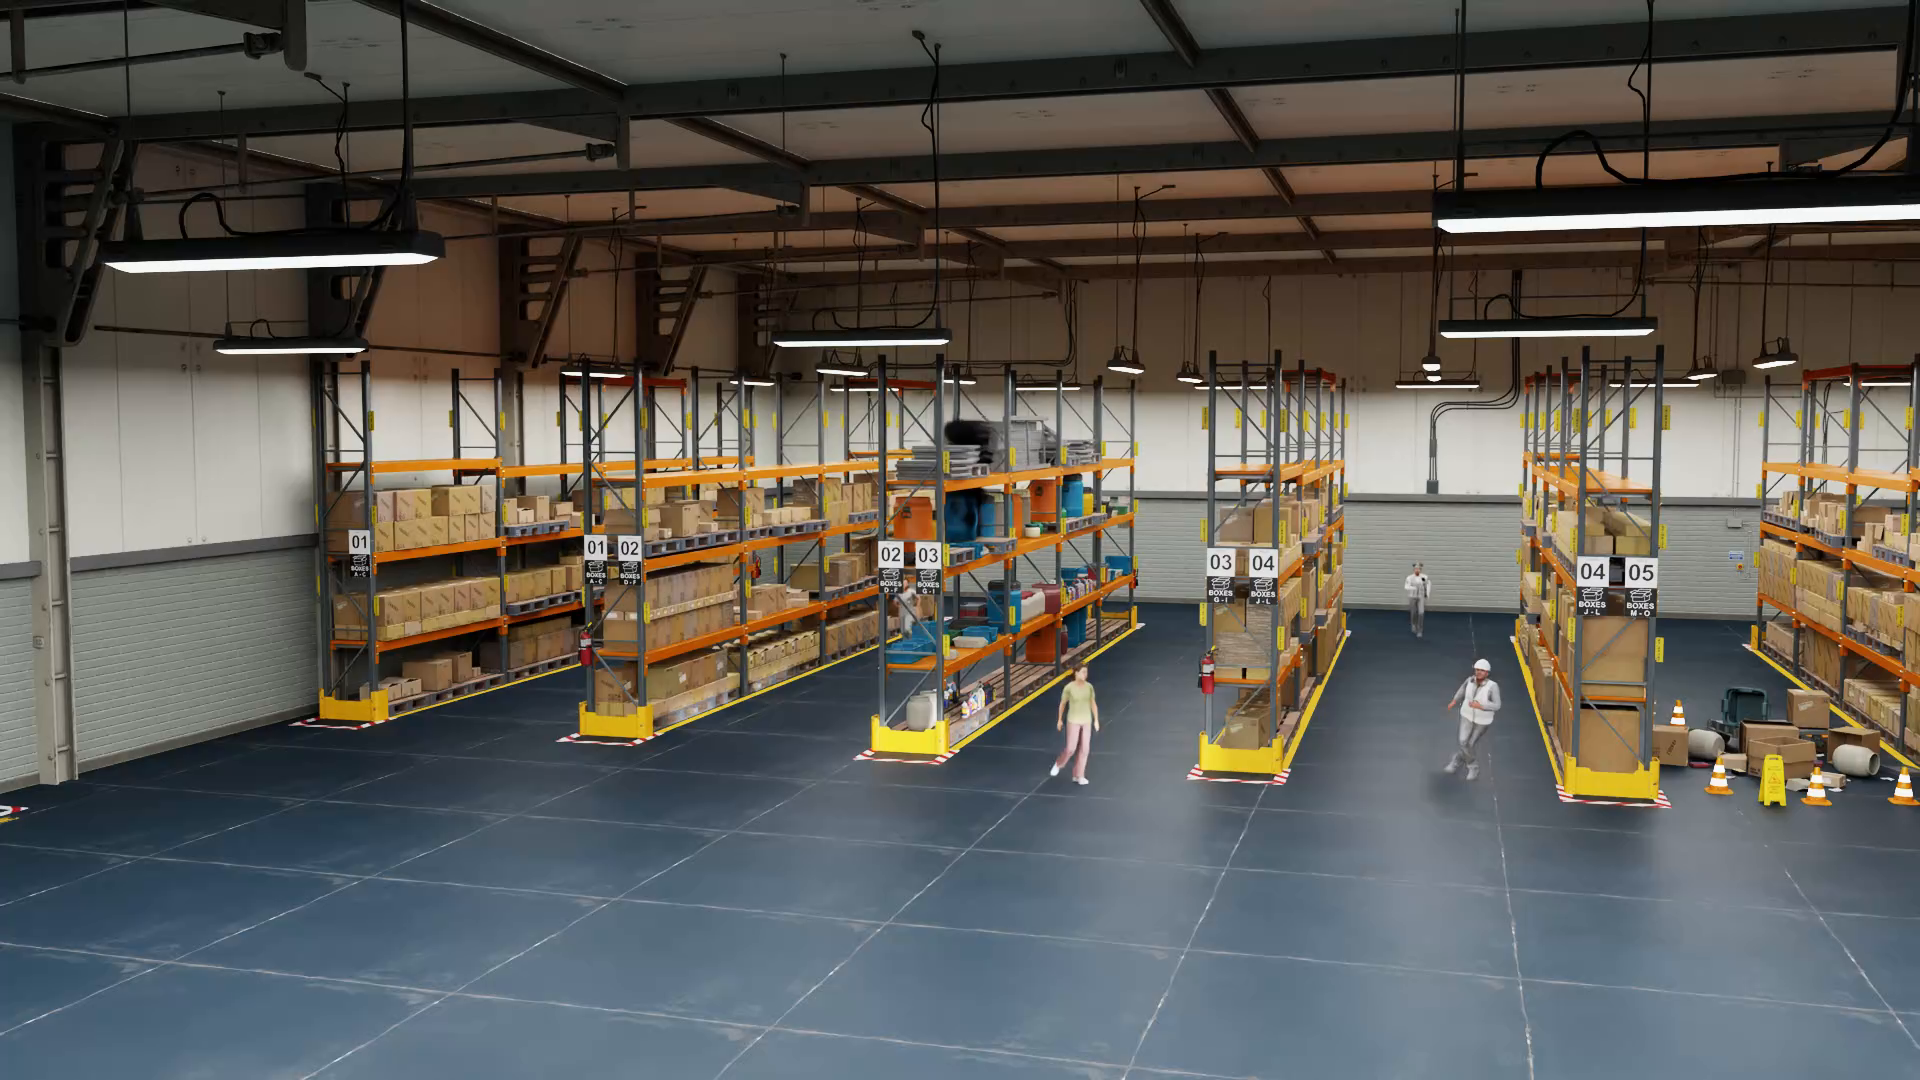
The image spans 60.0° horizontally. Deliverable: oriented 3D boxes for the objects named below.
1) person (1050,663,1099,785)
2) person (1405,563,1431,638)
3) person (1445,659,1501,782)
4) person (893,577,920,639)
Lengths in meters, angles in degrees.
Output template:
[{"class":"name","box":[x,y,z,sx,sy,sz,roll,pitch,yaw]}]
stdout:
[{"class":"person","box":[1.568,2.544,22.992,0.595,1.624,0.523,-1,4,-20]},{"class":"person","box":[10.664,1.389,38.768,0.586,1.745,0.831,1,4,15]},{"class":"person","box":[7.162,2.481,23.198,0.767,1.692,0.709,2,4,24]},{"class":"person","box":[-1.149,1.638,35.471,0.523,1.690,0.794,1,4,13]}]
